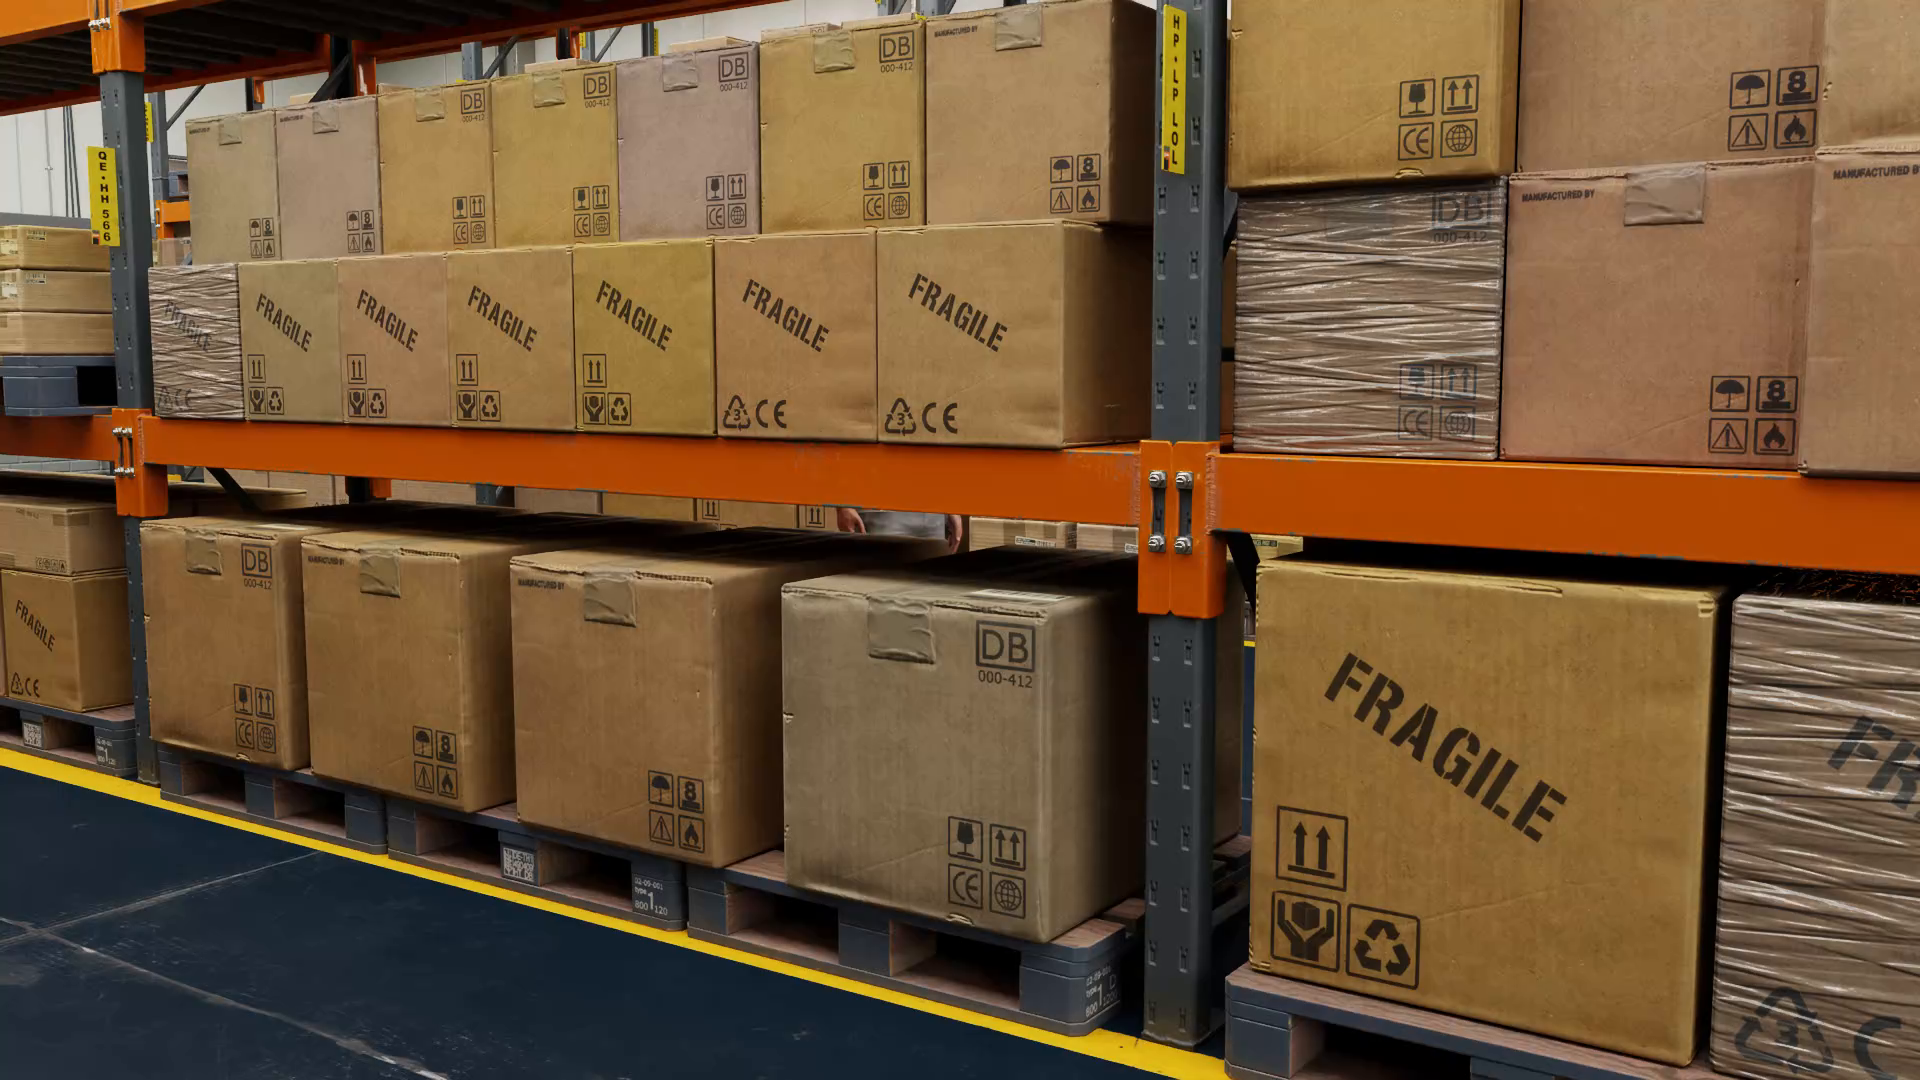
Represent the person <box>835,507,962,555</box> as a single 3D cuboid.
[{"bbox_3d":[-0.201,-0.094,6.383,0.640,1.780,0.575,-6,9,-44],"label":"person"}]
